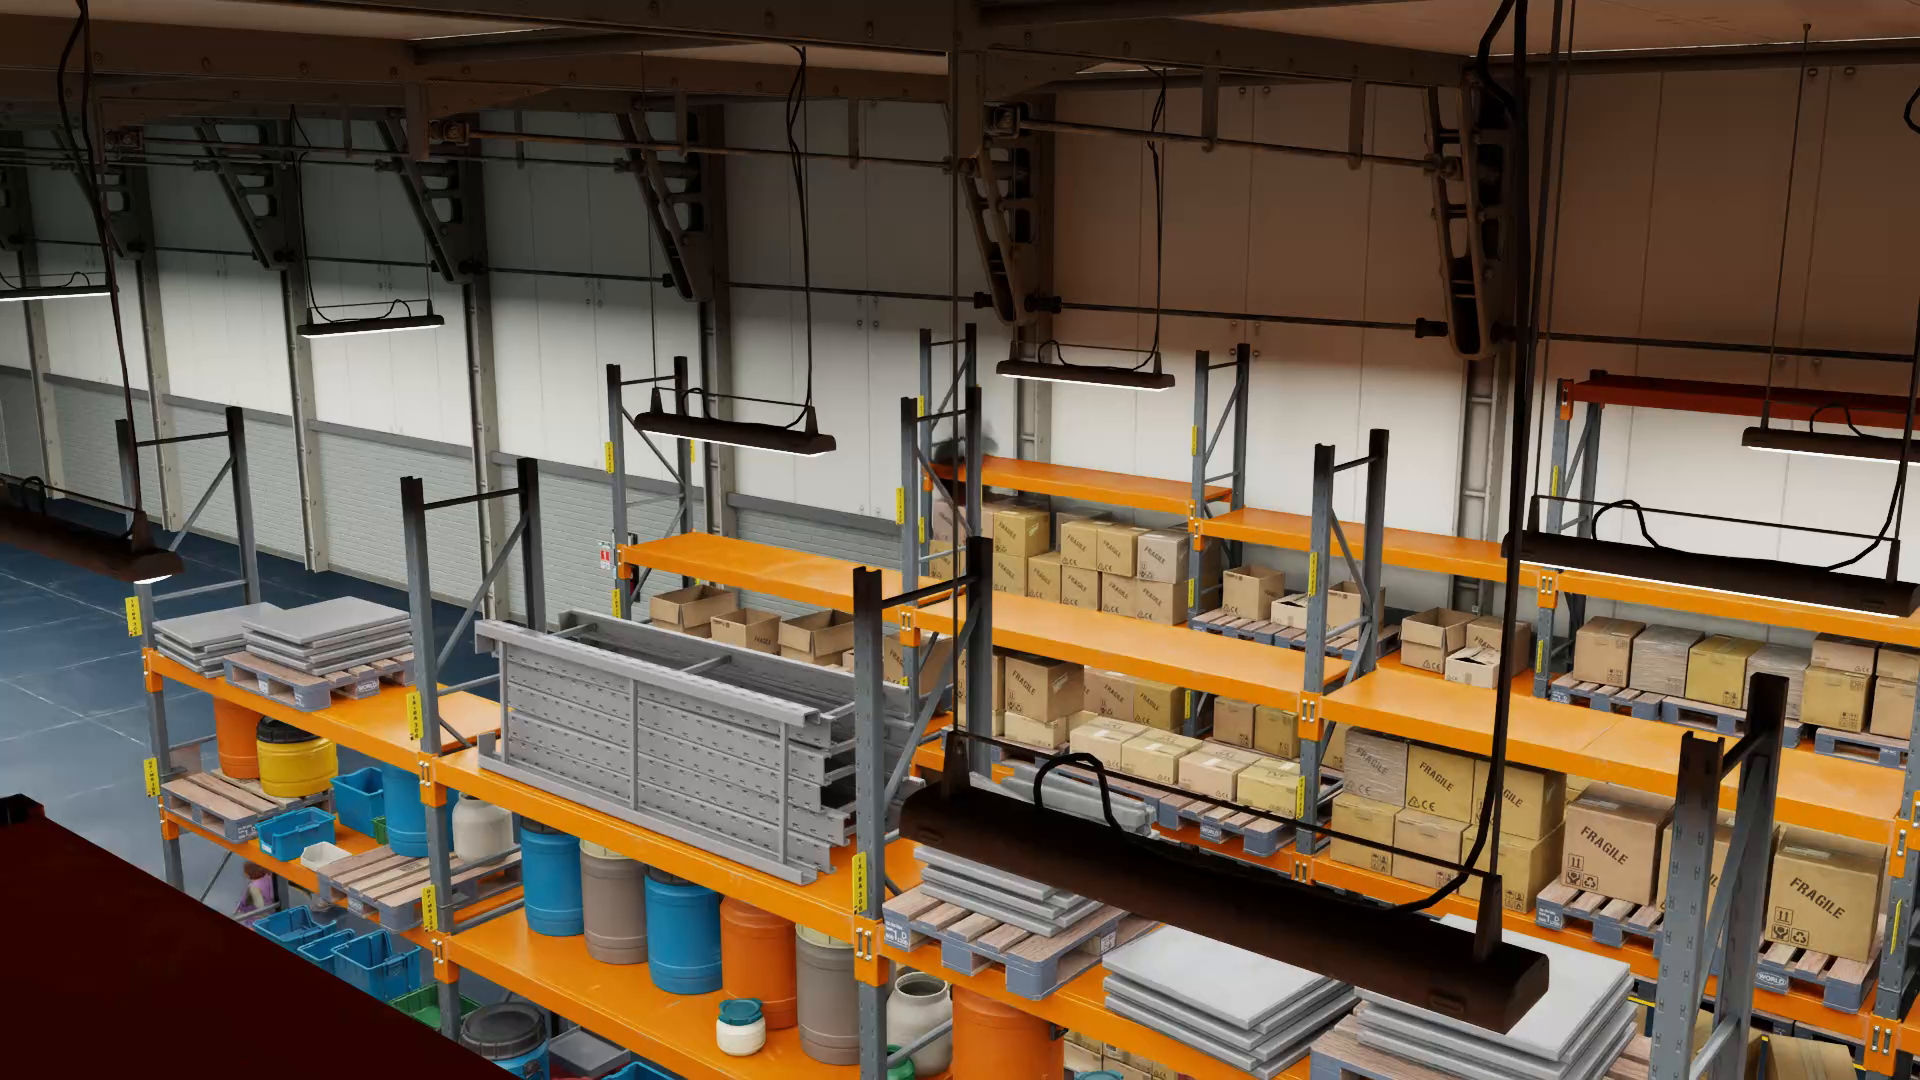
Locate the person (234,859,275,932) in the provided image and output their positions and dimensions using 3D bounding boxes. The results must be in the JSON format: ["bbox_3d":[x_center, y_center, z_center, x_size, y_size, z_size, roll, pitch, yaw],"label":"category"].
[{"bbox_3d":[-6.754,3.786,15.997,0.521,1.580,0.545,0,13,0],"label":"person"}]

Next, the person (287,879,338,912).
[{"bbox_3d":[-7.152,3.229,17.995,0.850,1.724,0.671,-5,14,-21],"label":"person"}]
